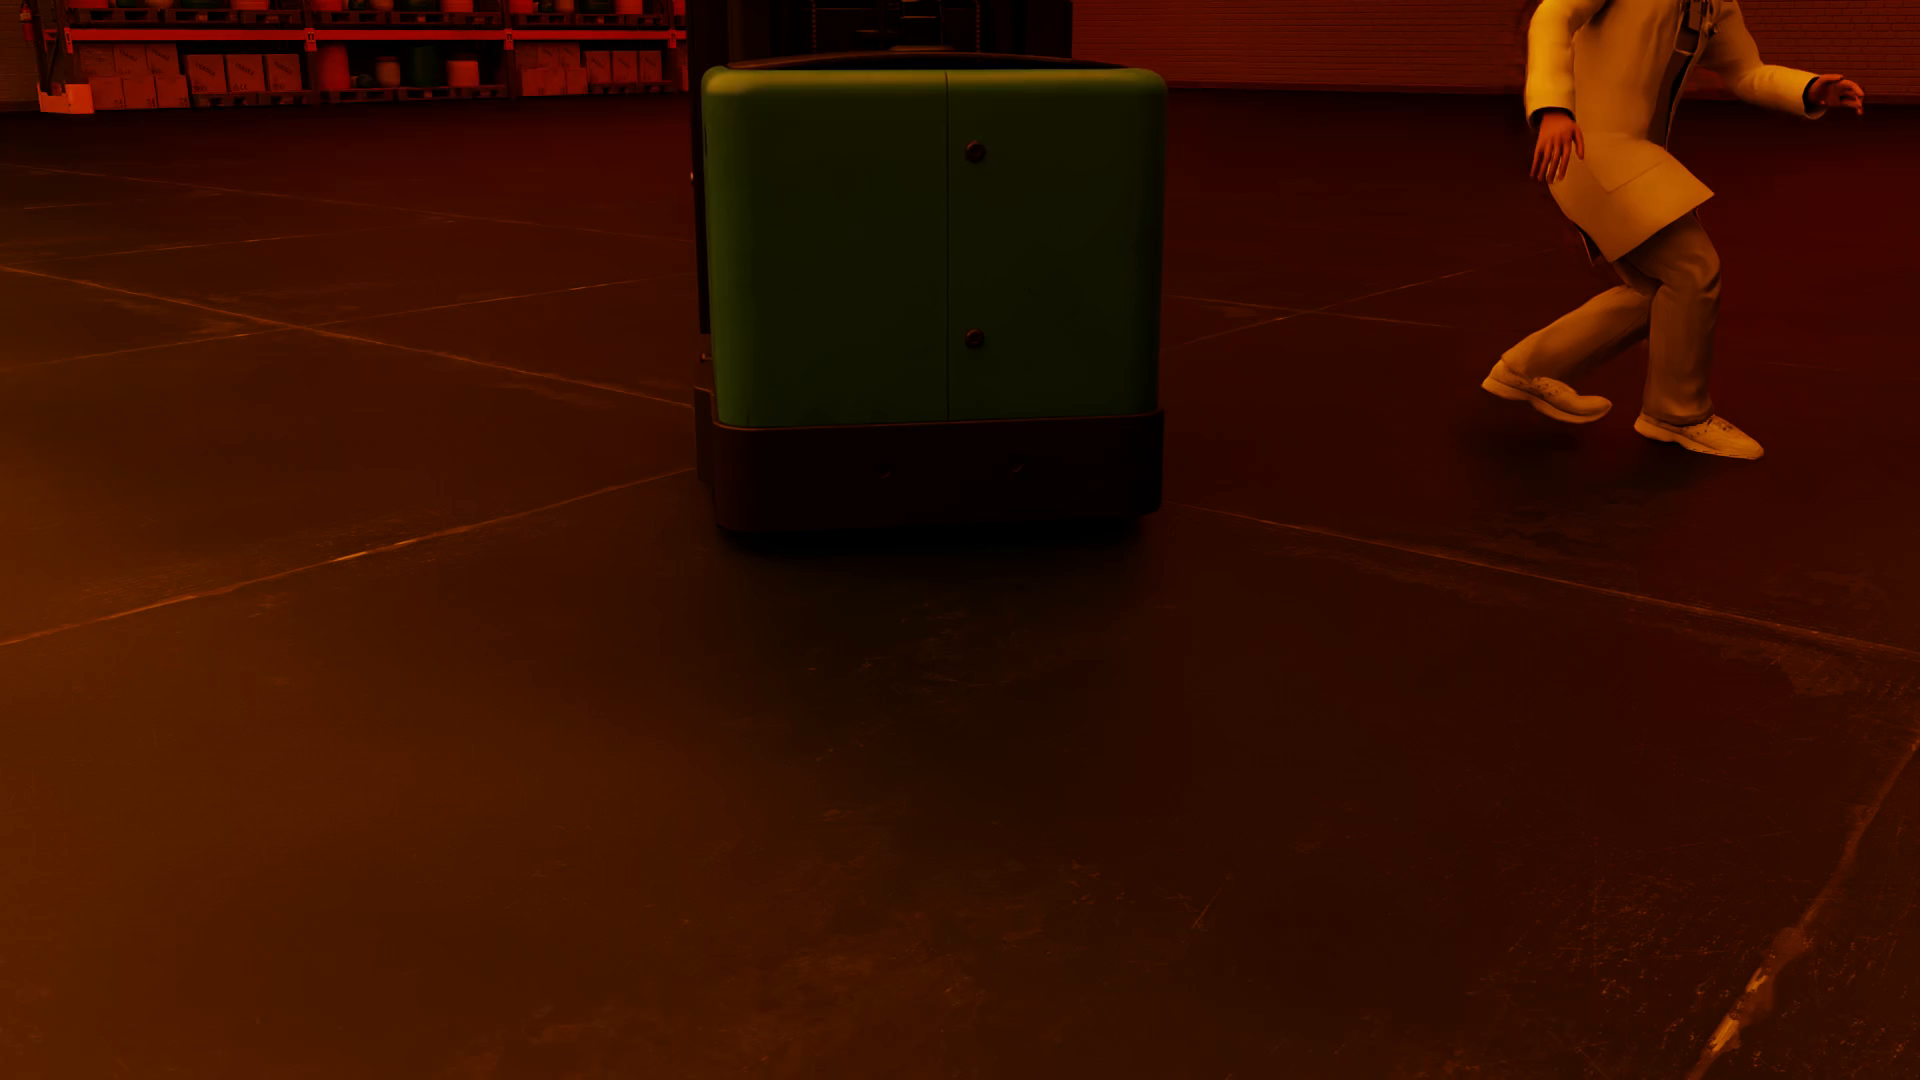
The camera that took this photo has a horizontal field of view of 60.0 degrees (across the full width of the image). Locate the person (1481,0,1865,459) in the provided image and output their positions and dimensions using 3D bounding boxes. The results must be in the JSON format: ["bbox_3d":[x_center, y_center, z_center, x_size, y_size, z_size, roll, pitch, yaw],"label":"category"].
[{"bbox_3d":[1.926,-1.033,4.568,0.907,1.644,0.912,13,21,37],"label":"person"}]

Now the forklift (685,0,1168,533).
[{"bbox_3d":[-0.265,-1.802,4.834,1.130,2.935,3.031,-3,17,-9],"label":"forklift"}]
